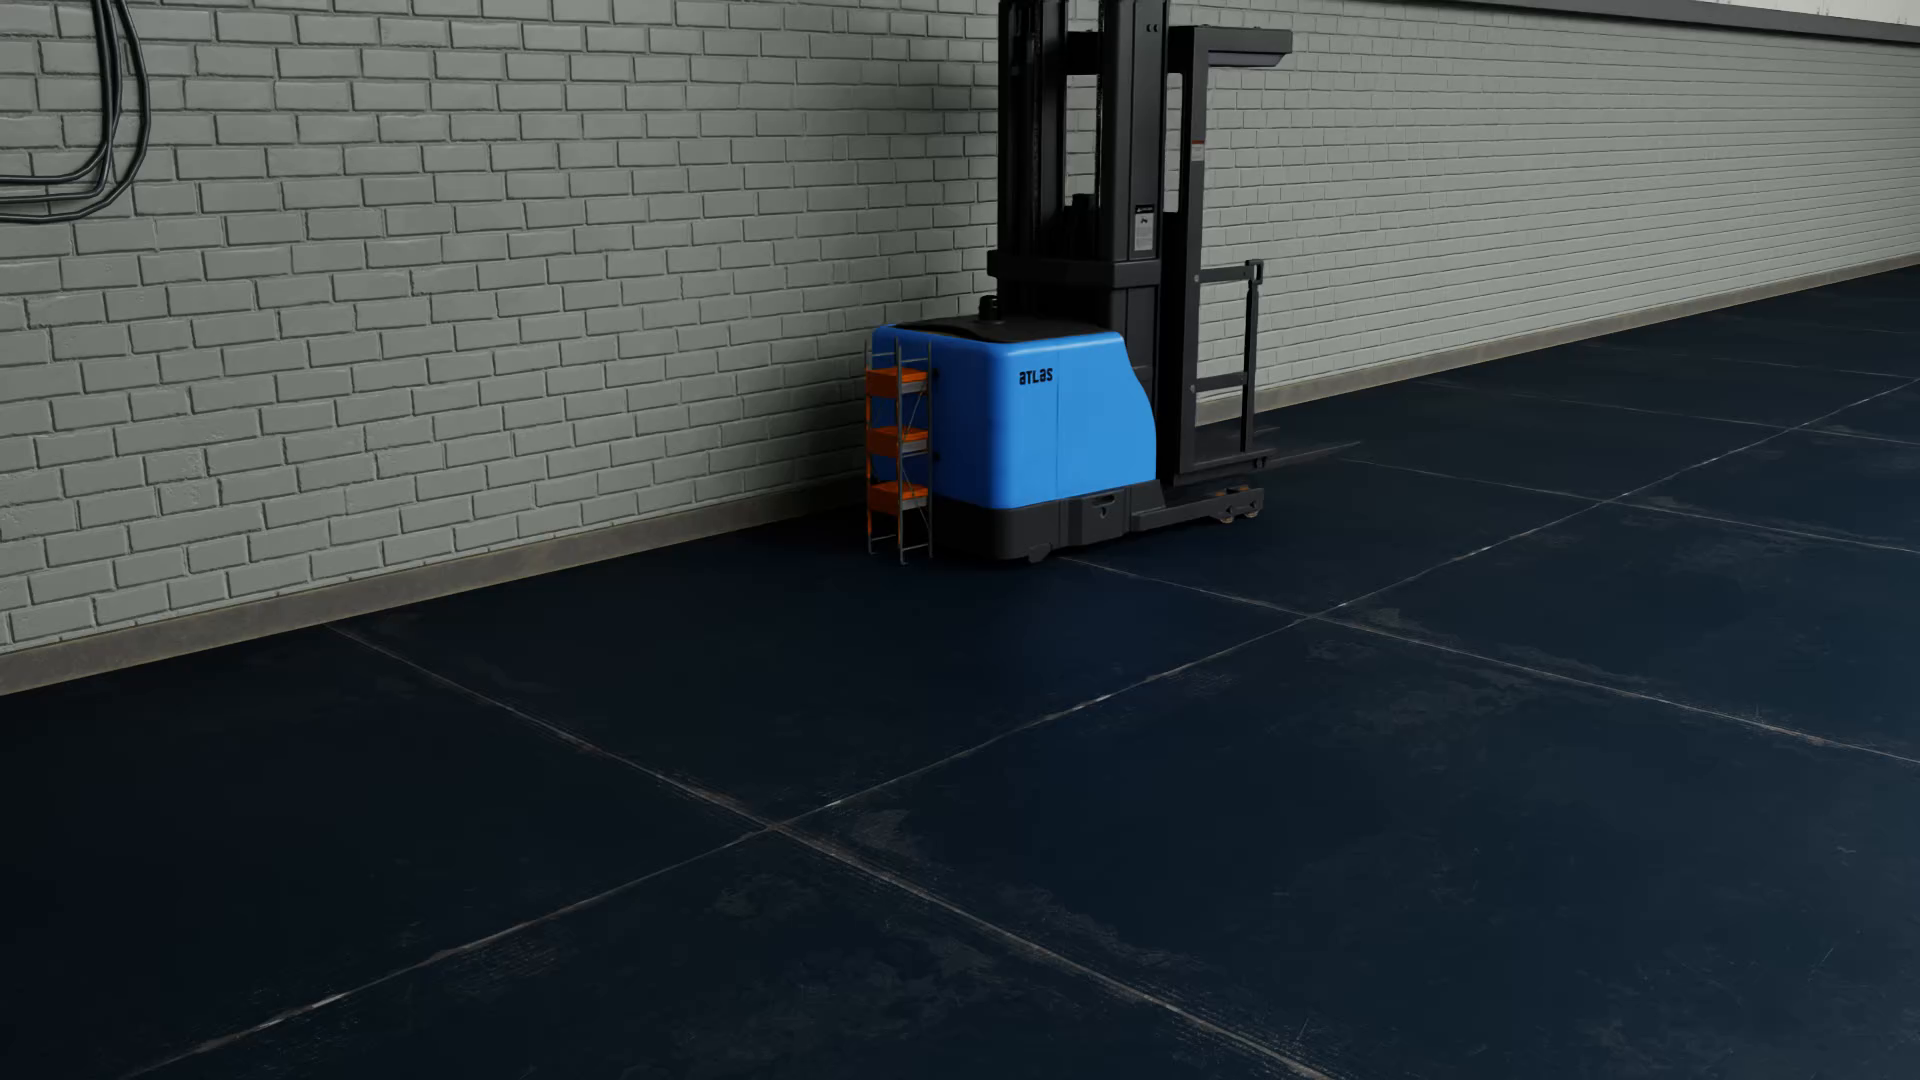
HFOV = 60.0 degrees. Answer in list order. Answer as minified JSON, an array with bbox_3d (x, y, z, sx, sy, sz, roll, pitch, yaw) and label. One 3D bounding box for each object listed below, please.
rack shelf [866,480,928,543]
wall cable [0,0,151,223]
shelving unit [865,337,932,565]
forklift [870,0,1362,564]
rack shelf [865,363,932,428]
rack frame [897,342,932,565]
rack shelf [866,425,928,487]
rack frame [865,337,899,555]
[{"bbox_3d":[-0.294,-0.148,8.054,0.215,0.259,0.240,-13,19,-40],"label":"rack shelf"},{"bbox_3d":[-4.073,-2.130,4.910,0.112,2.526,3.097,14,20,42],"label":"wall cable"},{"bbox_3d":[-0.294,-0.428,7.981,0.215,1.050,0.252,-13,19,-40],"label":"shelving unit"},{"bbox_3d":[0.993,-1.593,8.723,3.031,2.935,1.130,-12,19,-39],"label":"forklift"},{"bbox_3d":[-0.294,-0.692,7.912,0.215,0.259,0.240,-13,19,-40],"label":"rack shelf"},{"bbox_3d":[-0.213,-0.405,7.893,0.200,1.050,0.008,-13,19,-40],"label":"rack frame"},{"bbox_3d":[-0.294,-0.417,7.984,0.215,0.259,0.240,-13,19,-40],"label":"rack shelf"},{"bbox_3d":[-0.375,-0.451,8.070,0.200,1.050,0.008,-13,19,-40],"label":"rack frame"}]
